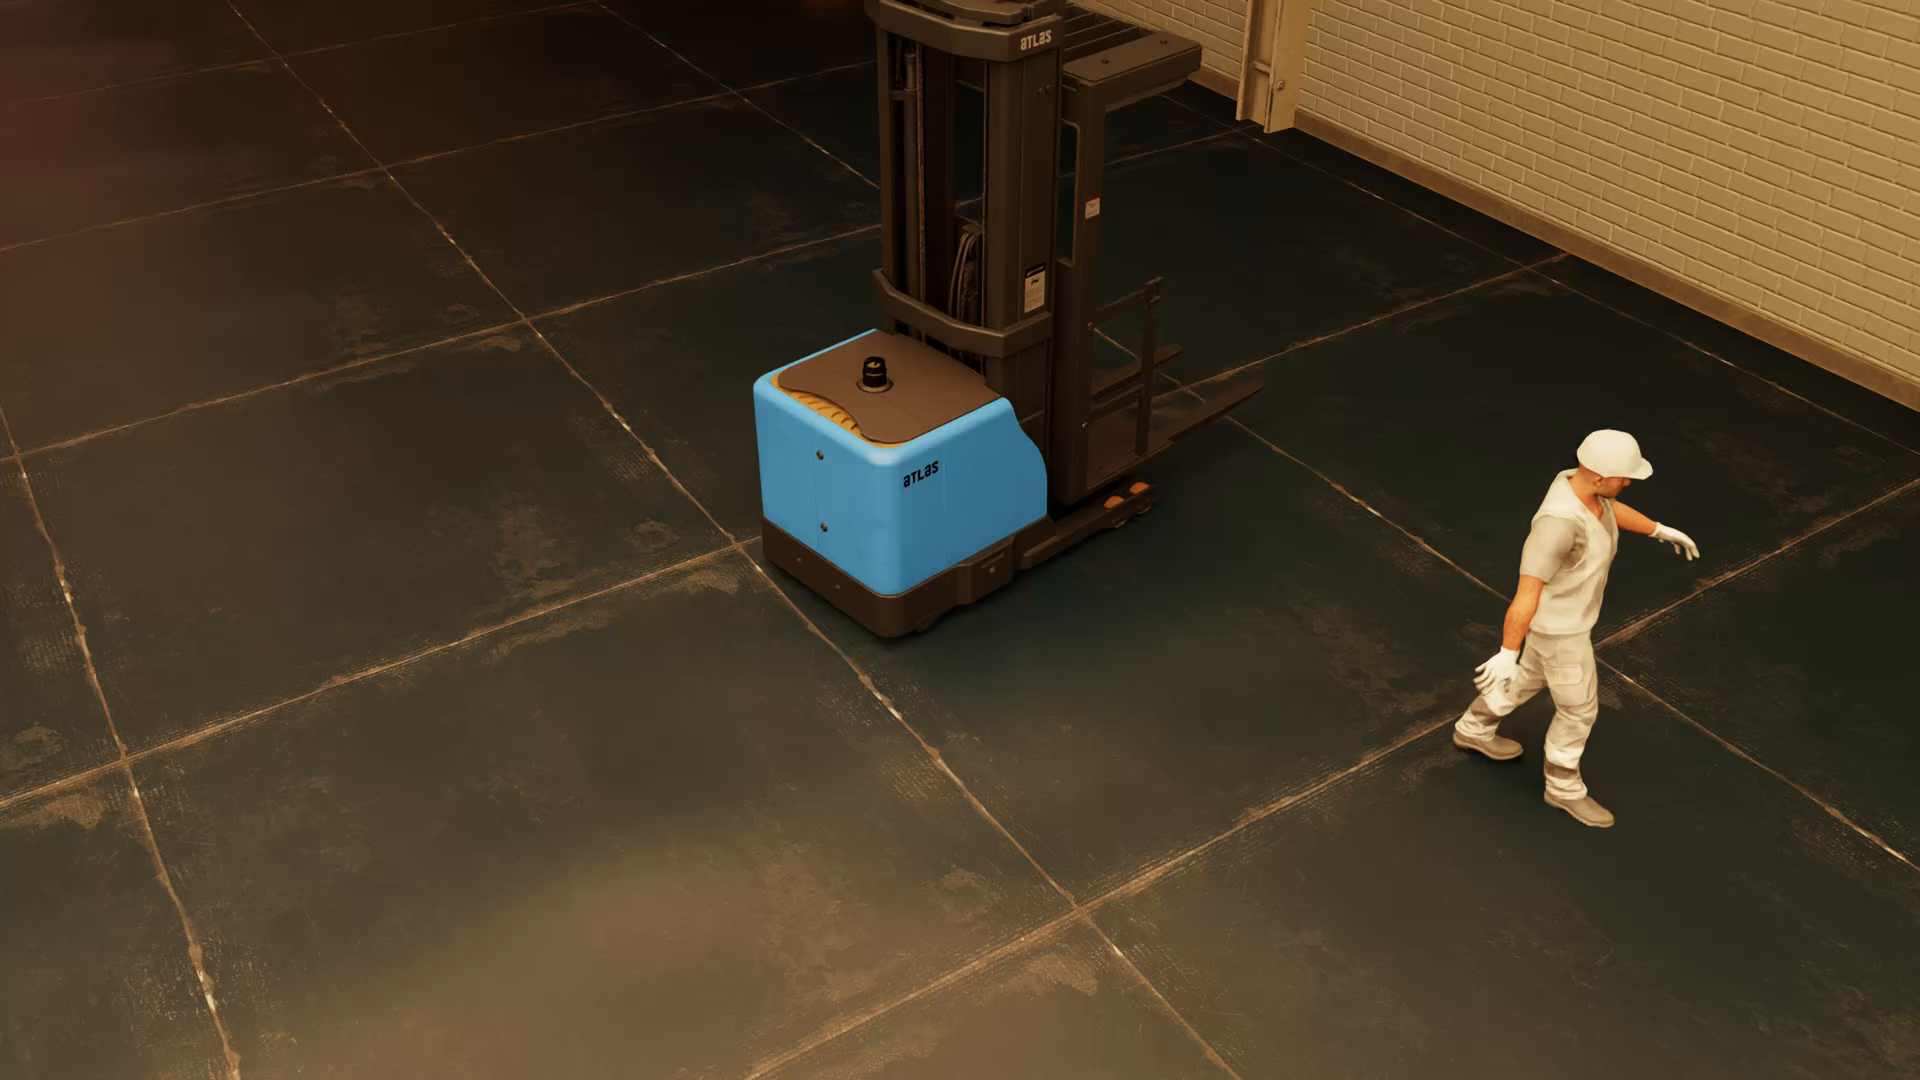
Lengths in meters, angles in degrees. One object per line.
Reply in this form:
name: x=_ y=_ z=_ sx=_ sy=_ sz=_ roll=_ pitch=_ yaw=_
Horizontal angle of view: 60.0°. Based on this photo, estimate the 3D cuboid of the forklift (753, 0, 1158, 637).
forklift: x=0.419 y=-1.463 z=8.230 sx=3.031 sy=2.935 sz=1.130 roll=-28 pitch=44 yaw=-34

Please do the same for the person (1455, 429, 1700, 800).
person: x=2.474 y=0.316 z=6.675 sx=0.751 sy=1.696 sz=1.001 roll=17 pitch=38 yaw=22
